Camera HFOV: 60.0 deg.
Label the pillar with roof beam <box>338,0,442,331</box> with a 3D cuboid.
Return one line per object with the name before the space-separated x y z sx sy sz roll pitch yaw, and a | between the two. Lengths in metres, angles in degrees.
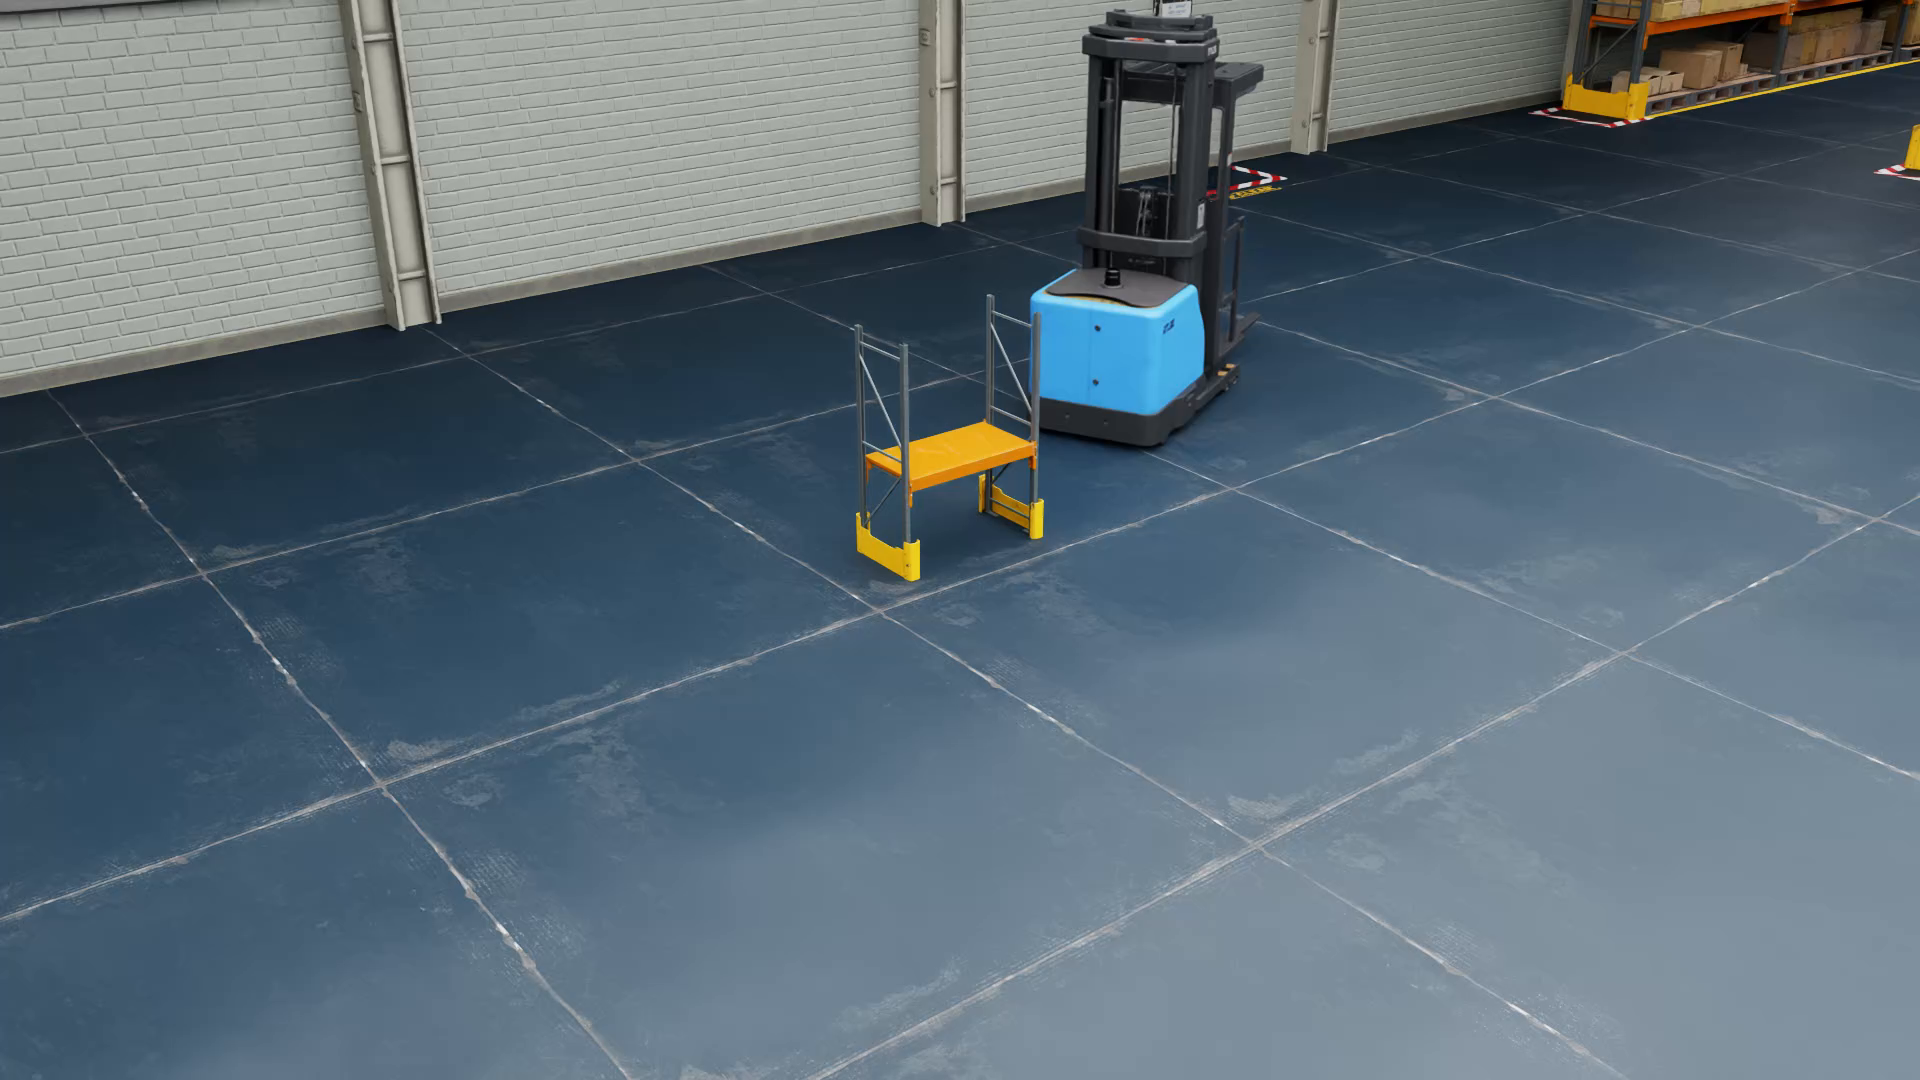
pillar with roof beam | -2.252 -4.610 9.995 0.400 9.000 9.100 -18 31 -34

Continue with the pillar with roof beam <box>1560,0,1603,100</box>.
pillar with roof beam | 11.912 -9.286 20.070 0.400 9.000 9.100 -18 31 -34

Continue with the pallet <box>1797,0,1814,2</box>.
pallet | 13.077 -8.625 25.999 1.213 0.211 1.003 -18 31 -34

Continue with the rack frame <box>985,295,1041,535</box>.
rack frame | 0.333 -0.790 10.671 0.032 1.500 0.500 -18 31 -34

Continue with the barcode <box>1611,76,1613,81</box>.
barcode | 9.606 -6.794 24.486 0.075 0.075 0.001 -18 31 -34

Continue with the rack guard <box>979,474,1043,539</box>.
rack guard | 0.332 -0.223 10.933 0.087 0.250 0.587 -18 31 -34

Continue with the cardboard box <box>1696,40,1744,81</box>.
cardboard box | 11.594 -7.345 25.459 0.500 0.500 0.500 -21 32 -38

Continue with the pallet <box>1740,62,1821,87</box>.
pallet | 12.998 -7.500 26.659 1.213 0.211 1.003 -18 31 -34

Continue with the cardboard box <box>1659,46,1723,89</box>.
cardboard box | 10.895 -7.060 24.847 0.500 0.500 0.700 -21 32 -37

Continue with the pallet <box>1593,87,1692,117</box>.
pallet | 9.960 -6.477 24.455 1.213 0.211 1.003 -18 31 -34

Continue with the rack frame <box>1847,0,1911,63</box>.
rack frame | 15.534 -9.601 27.874 0.127 3.000 1.000 -18 31 -34

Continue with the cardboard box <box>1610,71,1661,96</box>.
cardboard box | 9.839 -6.653 24.193 0.500 0.311 0.500 -23 33 -40

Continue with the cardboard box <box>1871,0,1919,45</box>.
cardboard box | 16.194 -8.964 28.556 0.750 0.750 0.750 -19 31 -35

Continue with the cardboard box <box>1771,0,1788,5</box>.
cardboard box | 12.201 -8.279 25.181 0.500 0.250 0.500 -18 30 -34

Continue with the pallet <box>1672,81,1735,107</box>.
pallet | 10.919 -6.792 25.134 1.213 0.211 1.003 -18 31 -34

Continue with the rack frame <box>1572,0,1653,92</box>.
rack frame | 9.239 -7.523 23.396 0.127 3.000 1.000 -18 31 -34

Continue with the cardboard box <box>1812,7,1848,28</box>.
cardboard box | 14.111 -8.540 27.144 0.500 0.250 0.500 -18 31 -34

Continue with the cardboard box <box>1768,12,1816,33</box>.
cardboard box | 13.300 -8.280 26.583 0.500 0.250 0.500 -19 31 -35

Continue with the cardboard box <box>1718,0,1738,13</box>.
cardboard box | 11.022 -7.886 24.333 0.500 0.250 0.500 -18 30 -34

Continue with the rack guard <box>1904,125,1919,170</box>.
rack guard | 12.279 -4.743 20.375 0.348 0.500 1.175 -18 31 -34

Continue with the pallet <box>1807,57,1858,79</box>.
pallet | 13.959 -7.818 27.345 1.213 0.211 1.003 -18 31 -34

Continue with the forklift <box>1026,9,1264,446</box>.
forklift | 1.619 -2.595 12.859 1.130 2.935 3.031 12 28 25

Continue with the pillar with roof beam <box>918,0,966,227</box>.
pillar with roof beam | 2.469 -6.169 13.353 0.400 9.000 9.100 -18 31 -34

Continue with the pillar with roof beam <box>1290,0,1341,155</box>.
pillar with roof beam | 7.191 -7.728 16.711 0.400 9.000 9.100 -18 31 -34

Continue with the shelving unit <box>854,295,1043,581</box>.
shelving unit | -0.060 -0.661 10.392 1.083 1.500 0.587 -18 31 -34

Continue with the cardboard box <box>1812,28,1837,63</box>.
cardboard box | 13.757 -8.094 27.074 0.500 0.500 0.700 -18 30 -33

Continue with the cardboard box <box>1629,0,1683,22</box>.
cardboard box | 9.819 -7.485 23.470 0.500 0.250 0.500 -19 31 -35

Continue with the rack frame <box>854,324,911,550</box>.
rack frame | -0.467 -0.526 10.102 0.032 1.500 0.500 -18 31 -34

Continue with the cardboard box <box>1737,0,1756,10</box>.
cardboard box | 11.417 -8.017 24.615 0.500 0.250 0.500 -18 31 -34

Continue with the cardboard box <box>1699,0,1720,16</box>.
cardboard box | 10.623 -7.755 24.052 0.500 0.250 0.500 -19 31 -35

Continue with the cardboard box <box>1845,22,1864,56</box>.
cardboard box | 14.522 -8.367 27.662 0.500 0.500 0.700 -18 31 -34

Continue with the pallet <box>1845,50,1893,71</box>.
pallet | 14.918 -8.133 28.025 1.213 0.211 1.003 -18 31 -34

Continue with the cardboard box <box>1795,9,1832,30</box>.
cardboard box | 13.707 -8.416 26.877 0.500 0.250 0.500 -19 31 -35

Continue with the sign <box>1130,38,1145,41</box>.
sign | 2.067 -5.710 19.448 0.234 0.329 0.001 -18 31 -34

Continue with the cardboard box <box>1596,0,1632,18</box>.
cardboard box | 9.487 -7.649 23.823 0.500 0.250 0.500 -18 30 -33

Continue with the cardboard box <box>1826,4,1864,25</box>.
cardboard box | 14.512 -8.675 27.435 0.500 0.250 0.500 -18 30 -33

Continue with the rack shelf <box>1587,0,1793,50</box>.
rack shelf | 10.812 -7.716 24.667 4.000 0.370 1.077 -18 31 -34

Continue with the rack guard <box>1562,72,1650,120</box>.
rack guard | 9.298 -6.409 23.965 0.348 0.500 1.175 -18 31 -34

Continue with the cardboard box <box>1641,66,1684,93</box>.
cardboard box | 10.287 -6.801 24.512 0.500 0.311 0.500 -15 29 -30

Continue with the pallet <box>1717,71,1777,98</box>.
pallet | 11.880 -7.111 25.821 1.213 0.211 1.003 -18 31 -34

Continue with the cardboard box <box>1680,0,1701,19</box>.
cardboard box | 10.218 -7.625 23.771 0.500 0.250 0.500 -19 31 -36

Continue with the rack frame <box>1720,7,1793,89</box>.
rack frame | 12.386 -8.562 25.635 0.127 3.000 1.000 -18 31 -34

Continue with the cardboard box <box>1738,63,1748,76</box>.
cardboard box | 11.984 -7.327 25.818 0.380 0.166 0.250 22 33 39

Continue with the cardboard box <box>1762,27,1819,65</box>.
cardboard box | 13.331 -7.975 26.817 0.500 0.500 0.700 -19 31 -35

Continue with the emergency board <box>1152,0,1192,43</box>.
emergency board | 2.566 -5.803 19.691 0.643 1.169 0.194 -18 31 -34

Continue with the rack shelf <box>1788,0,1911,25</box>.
rack shelf | 13.960 -8.755 26.906 4.000 0.370 1.077 -18 31 -34

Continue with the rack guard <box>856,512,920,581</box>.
rack guard | -0.452 0.036 10.376 0.087 0.250 0.587 -18 31 -34

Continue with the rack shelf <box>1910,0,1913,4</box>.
rack shelf | 17.108 -9.794 29.145 4.000 0.370 1.077 -18 31 -34

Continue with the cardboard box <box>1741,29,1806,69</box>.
cardboard box | 12.955 -7.824 26.492 0.500 0.500 0.700 -17 30 -32

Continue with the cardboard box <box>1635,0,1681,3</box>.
cardboard box | 9.800 -7.828 23.318 0.500 0.500 0.500 -18 31 -34

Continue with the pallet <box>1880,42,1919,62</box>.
pallet | 16.201 -8.516 28.848 1.213 0.211 1.003 -18 31 -34

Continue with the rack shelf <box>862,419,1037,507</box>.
rack shelf | -0.067 -0.495 10.462 1.000 0.185 0.538 -18 31 -34

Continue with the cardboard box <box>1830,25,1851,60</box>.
cardboard box | 14.149 -8.229 27.364 0.500 0.500 0.700 -18 31 -34

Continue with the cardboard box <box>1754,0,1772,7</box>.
cardboard box | 11.803 -8.153 24.908 0.500 0.250 0.500 -18 30 -34

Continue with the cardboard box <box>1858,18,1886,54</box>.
cardboard box | 15.000 -8.462 27.867 0.500 0.500 0.700 -18 30 -33
